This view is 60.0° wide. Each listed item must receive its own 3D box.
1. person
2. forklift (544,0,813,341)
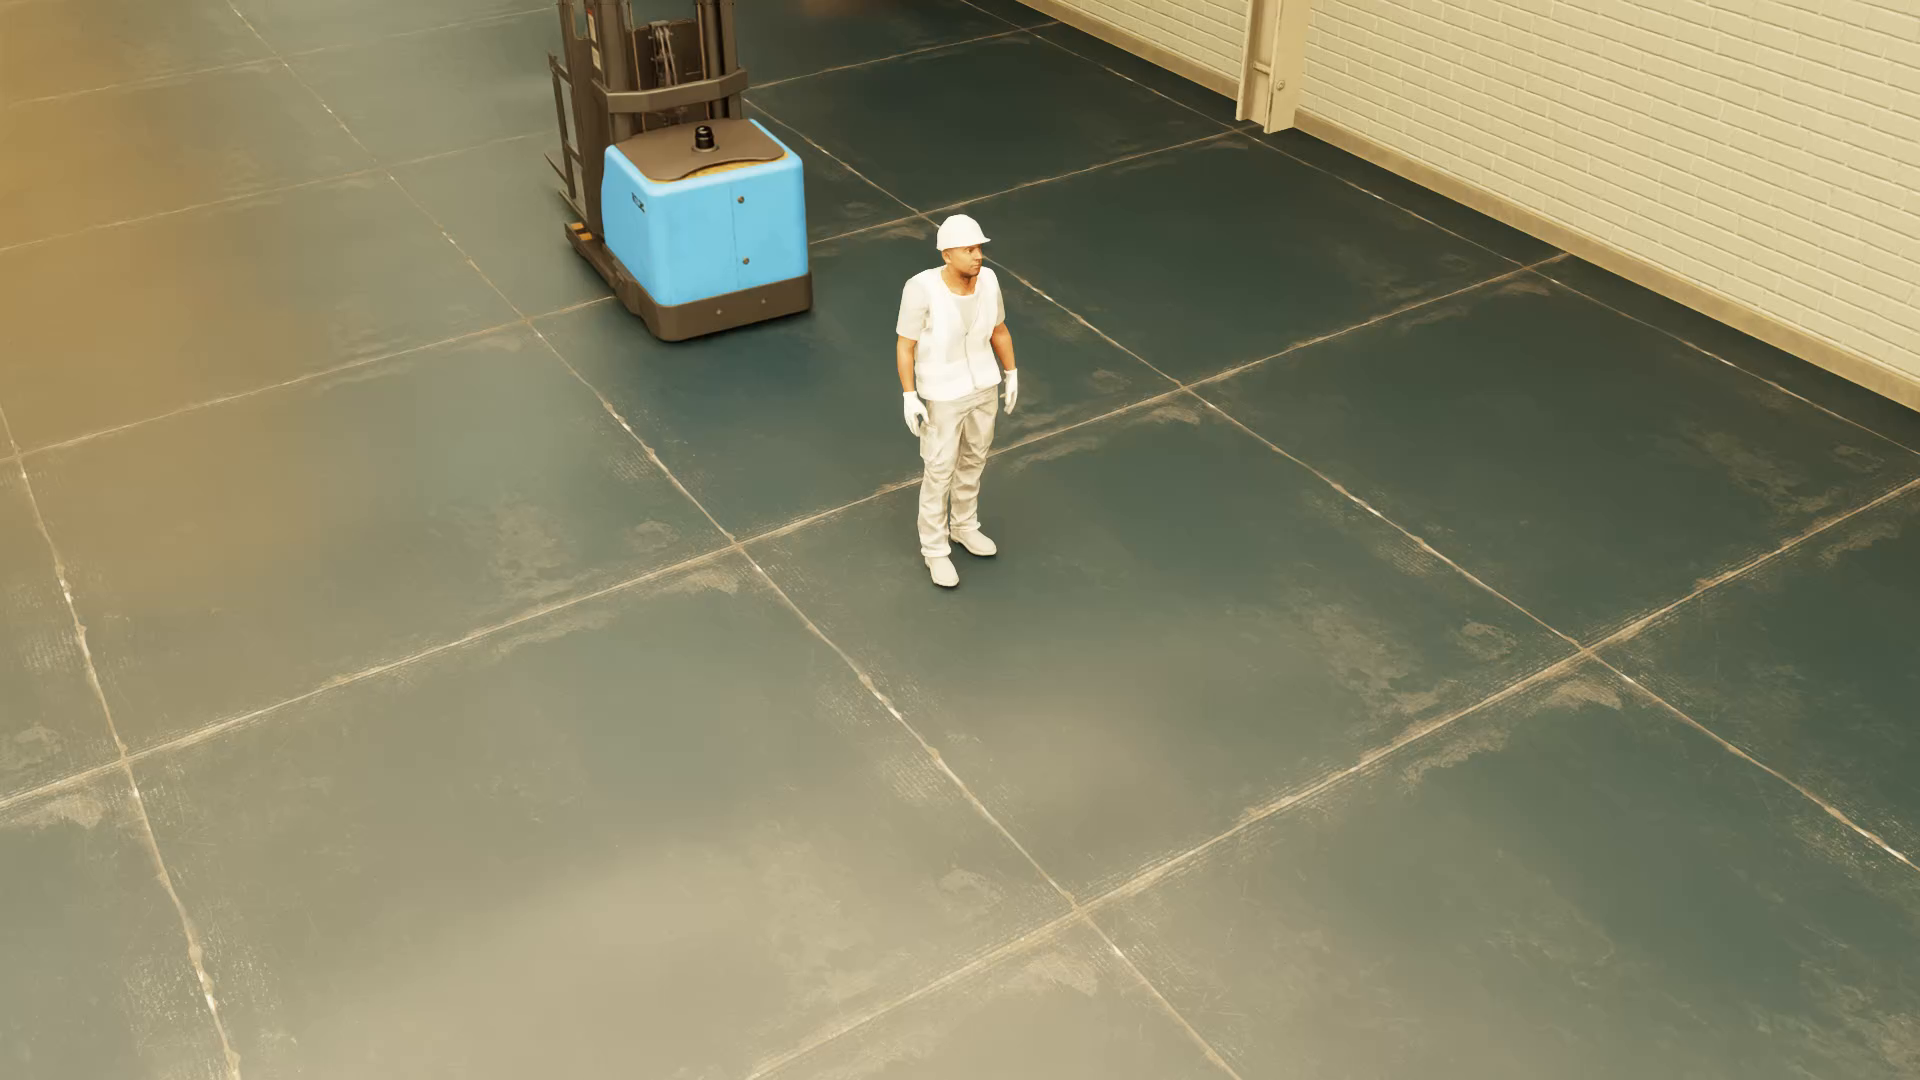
[{"bbox_3d":[0.032,-0.698,8.127,0.656,1.782,0.577,-21,40,-27],"label":"person"},{"bbox_3d":[-2.096,-3.261,10.788,1.130,2.935,3.031,-17,39,-23],"label":"forklift"}]
